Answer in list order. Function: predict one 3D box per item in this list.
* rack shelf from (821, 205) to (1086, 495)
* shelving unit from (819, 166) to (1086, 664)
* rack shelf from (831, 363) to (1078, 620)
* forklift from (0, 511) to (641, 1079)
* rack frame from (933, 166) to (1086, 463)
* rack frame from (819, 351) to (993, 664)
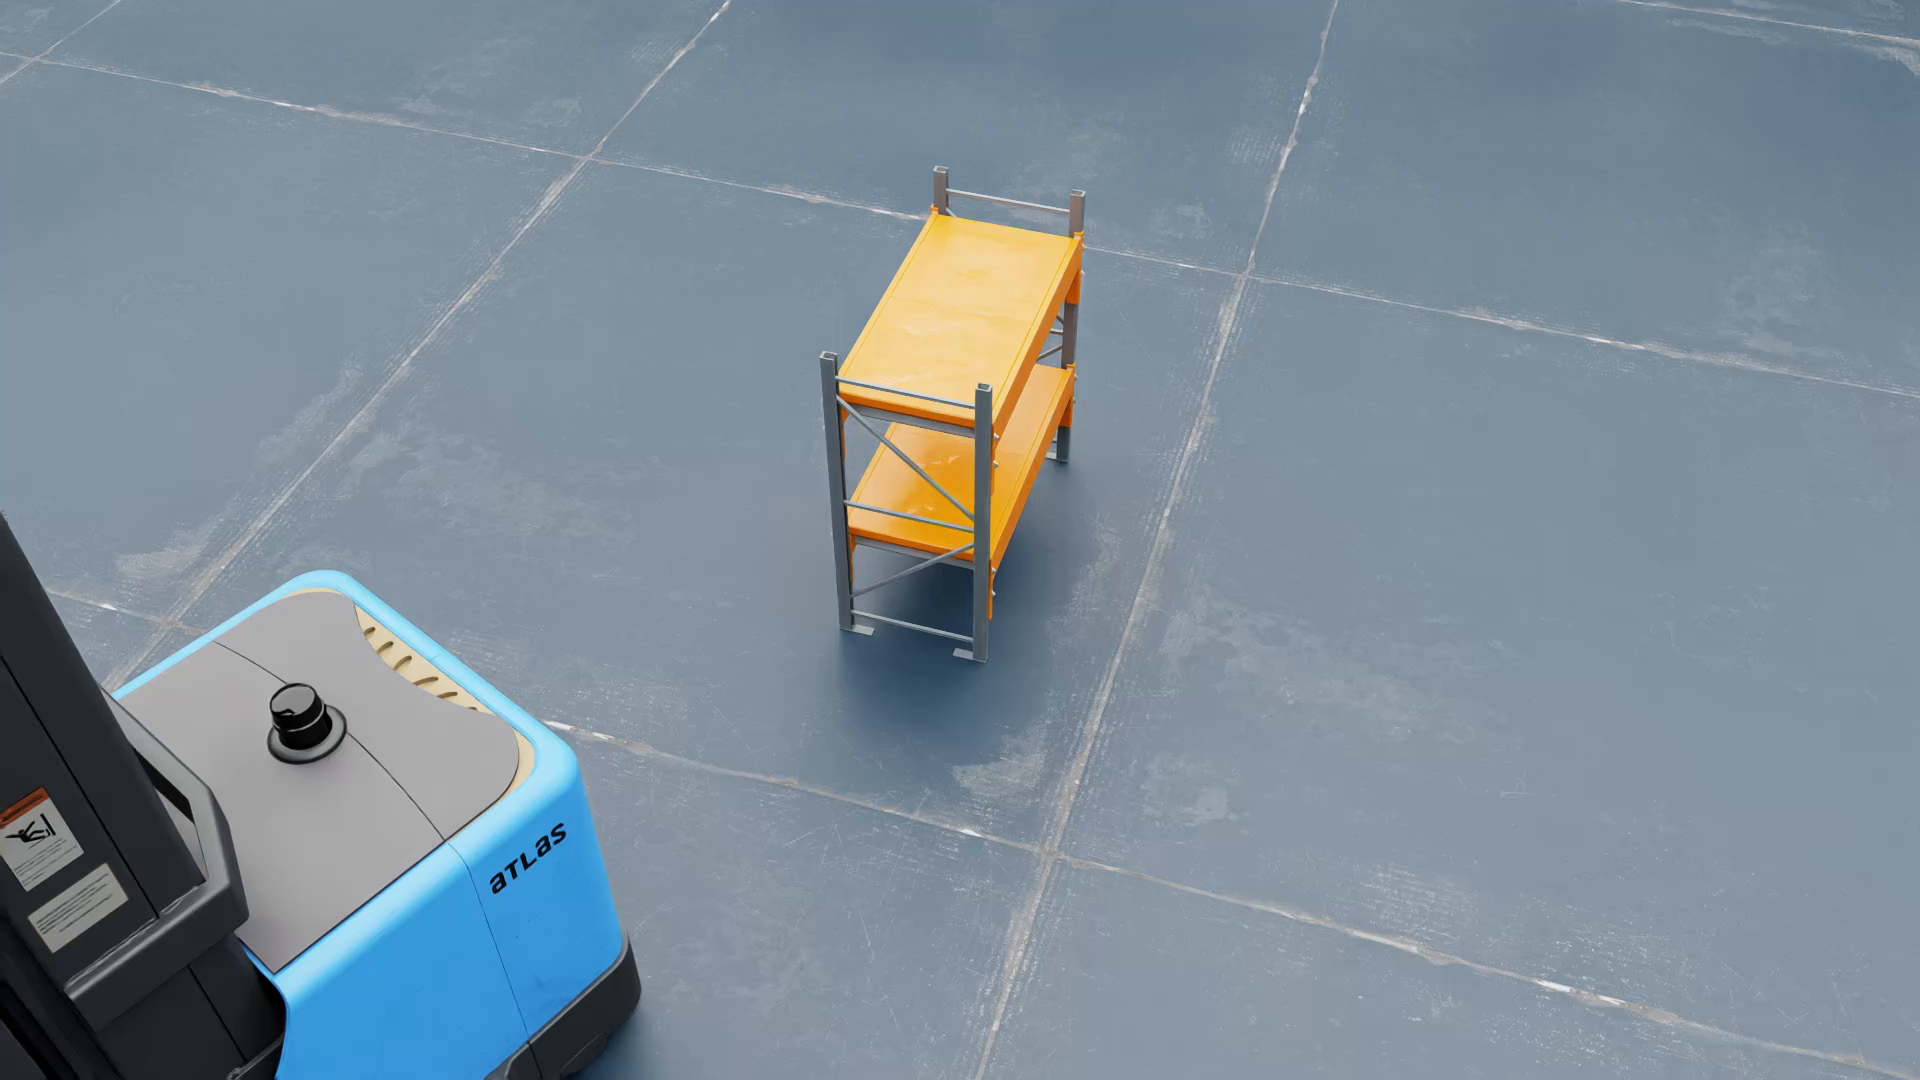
[{"bbox_3d":[0.002,-0.616,5.156,0.538,0.278,1.000,13,46,13],"label":"rack shelf"},{"bbox_3d":[0.002,-0.407,5.361,0.538,1.125,1.048,13,46,13],"label":"shelving unit"},{"bbox_3d":[0.002,-0.232,5.532,0.538,0.278,1.000,13,46,13],"label":"rack shelf"},{"bbox_3d":[-2.180,0.774,2.863,1.130,2.935,3.031,30,52,27],"label":"forklift"},{"bbox_3d":[0.156,-0.745,5.707,0.500,1.125,0.032,13,46,13],"label":"rack frame"},{"bbox_3d":[-0.152,-0.068,5.015,0.500,1.125,0.032,13,46,13],"label":"rack frame"}]
